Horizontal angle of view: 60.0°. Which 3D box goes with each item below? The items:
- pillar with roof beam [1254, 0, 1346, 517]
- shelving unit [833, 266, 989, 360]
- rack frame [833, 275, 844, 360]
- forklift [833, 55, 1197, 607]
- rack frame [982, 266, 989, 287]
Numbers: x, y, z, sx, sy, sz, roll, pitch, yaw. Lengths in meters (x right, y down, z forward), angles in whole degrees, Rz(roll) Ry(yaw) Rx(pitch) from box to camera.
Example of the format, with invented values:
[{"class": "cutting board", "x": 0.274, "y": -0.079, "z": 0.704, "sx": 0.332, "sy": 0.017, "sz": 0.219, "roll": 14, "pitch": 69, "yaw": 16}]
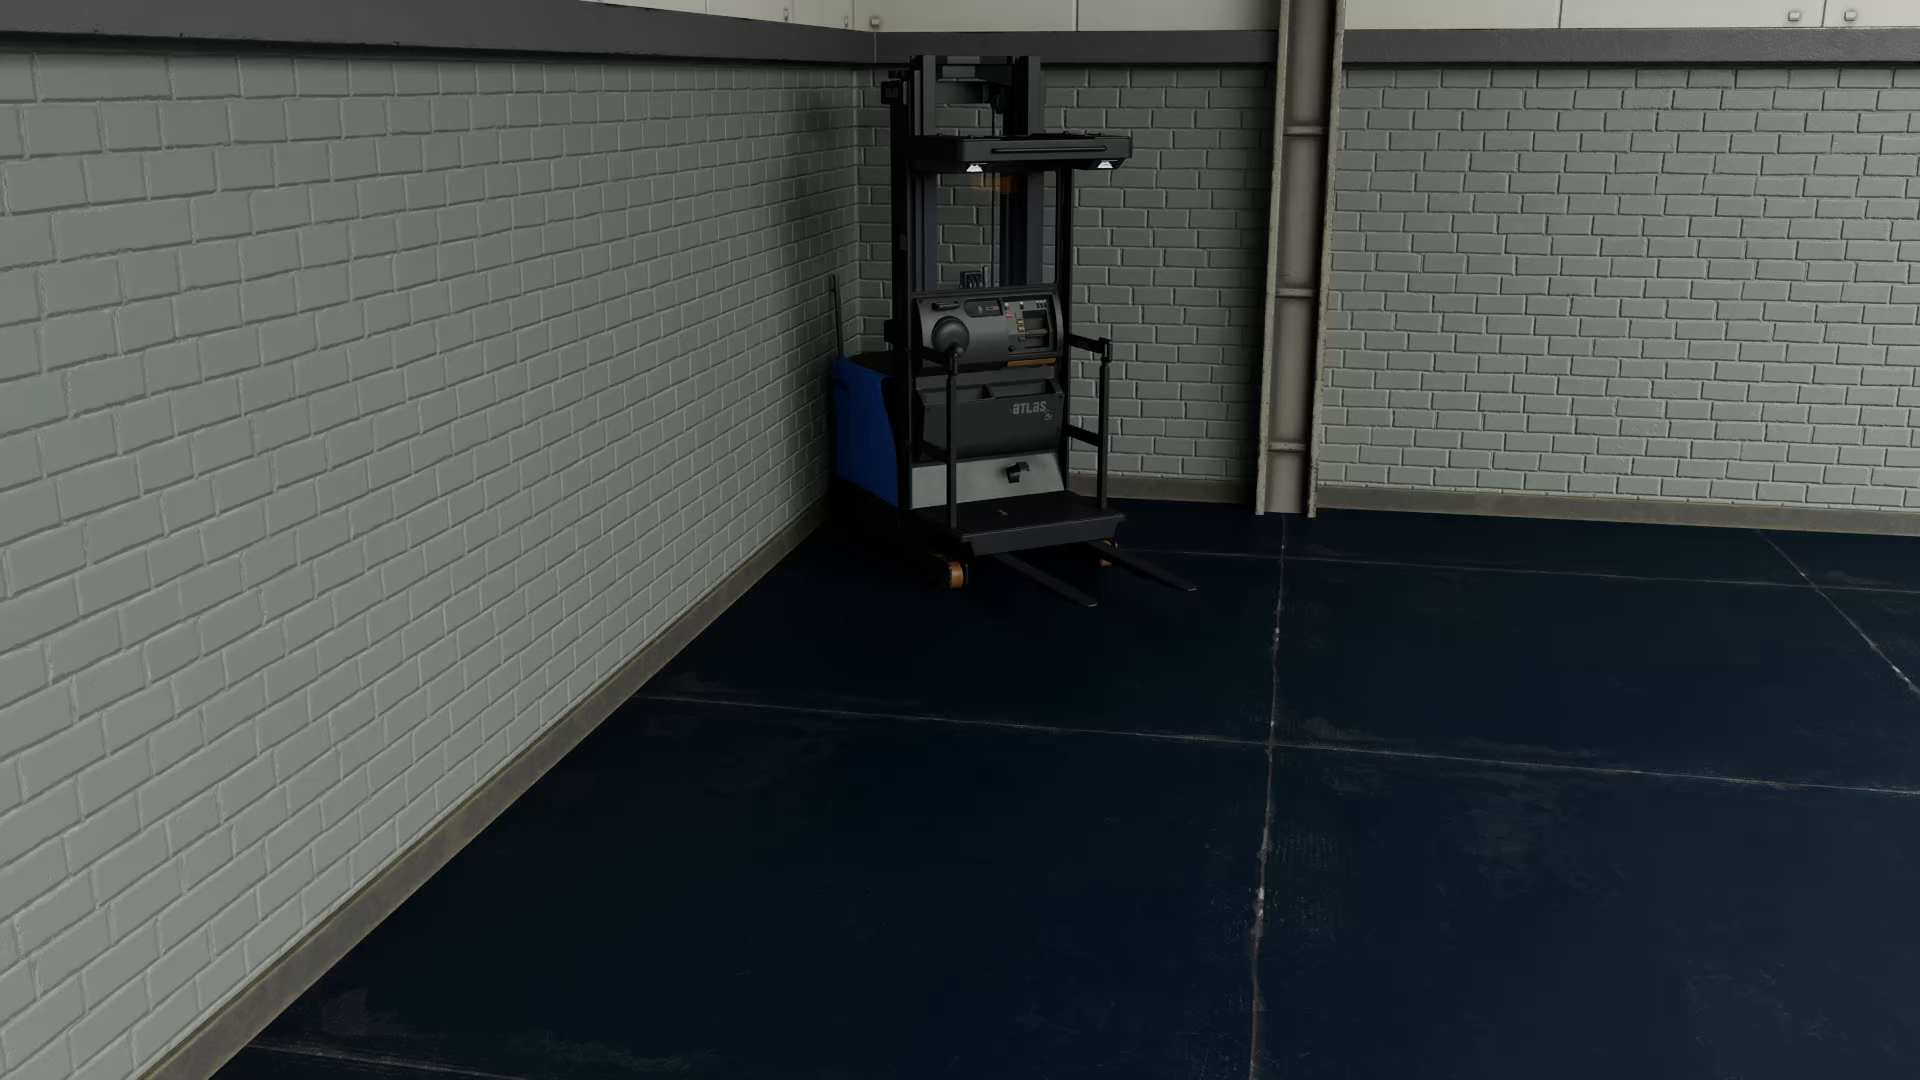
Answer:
[{"class": "pillar with roof beam", "x": 1.336, "y": -3.412, "z": 5.951, "sx": 0.400, "sy": 9.000, "sz": 9.100, "roll": 3, "pitch": 16, "yaw": 11}, {"class": "shelving unit", "x": -0.341, "y": -1.080, "z": 11.330, "sx": 1.083, "sy": 1.500, "sz": 0.587, "roll": -6, "pitch": 11, "yaw": -16}, {"class": "rack frame", "x": -0.836, "y": -1.029, "z": 11.189, "sx": 0.032, "sy": 1.500, "sz": 0.500, "roll": -6, "pitch": 11, "yaw": -16}, {"class": "forklift", "x": 0.276, "y": -1.264, "z": 9.563, "sx": 1.130, "sy": 2.935, "sz": 3.031, "roll": -8, "pitch": 17, "yaw": -25}, {"class": "rack frame", "x": 0.137, "y": -1.128, "z": 11.466, "sx": 0.032, "sy": 1.500, "sz": 0.500, "roll": -6, "pitch": 11, "yaw": -16}]
